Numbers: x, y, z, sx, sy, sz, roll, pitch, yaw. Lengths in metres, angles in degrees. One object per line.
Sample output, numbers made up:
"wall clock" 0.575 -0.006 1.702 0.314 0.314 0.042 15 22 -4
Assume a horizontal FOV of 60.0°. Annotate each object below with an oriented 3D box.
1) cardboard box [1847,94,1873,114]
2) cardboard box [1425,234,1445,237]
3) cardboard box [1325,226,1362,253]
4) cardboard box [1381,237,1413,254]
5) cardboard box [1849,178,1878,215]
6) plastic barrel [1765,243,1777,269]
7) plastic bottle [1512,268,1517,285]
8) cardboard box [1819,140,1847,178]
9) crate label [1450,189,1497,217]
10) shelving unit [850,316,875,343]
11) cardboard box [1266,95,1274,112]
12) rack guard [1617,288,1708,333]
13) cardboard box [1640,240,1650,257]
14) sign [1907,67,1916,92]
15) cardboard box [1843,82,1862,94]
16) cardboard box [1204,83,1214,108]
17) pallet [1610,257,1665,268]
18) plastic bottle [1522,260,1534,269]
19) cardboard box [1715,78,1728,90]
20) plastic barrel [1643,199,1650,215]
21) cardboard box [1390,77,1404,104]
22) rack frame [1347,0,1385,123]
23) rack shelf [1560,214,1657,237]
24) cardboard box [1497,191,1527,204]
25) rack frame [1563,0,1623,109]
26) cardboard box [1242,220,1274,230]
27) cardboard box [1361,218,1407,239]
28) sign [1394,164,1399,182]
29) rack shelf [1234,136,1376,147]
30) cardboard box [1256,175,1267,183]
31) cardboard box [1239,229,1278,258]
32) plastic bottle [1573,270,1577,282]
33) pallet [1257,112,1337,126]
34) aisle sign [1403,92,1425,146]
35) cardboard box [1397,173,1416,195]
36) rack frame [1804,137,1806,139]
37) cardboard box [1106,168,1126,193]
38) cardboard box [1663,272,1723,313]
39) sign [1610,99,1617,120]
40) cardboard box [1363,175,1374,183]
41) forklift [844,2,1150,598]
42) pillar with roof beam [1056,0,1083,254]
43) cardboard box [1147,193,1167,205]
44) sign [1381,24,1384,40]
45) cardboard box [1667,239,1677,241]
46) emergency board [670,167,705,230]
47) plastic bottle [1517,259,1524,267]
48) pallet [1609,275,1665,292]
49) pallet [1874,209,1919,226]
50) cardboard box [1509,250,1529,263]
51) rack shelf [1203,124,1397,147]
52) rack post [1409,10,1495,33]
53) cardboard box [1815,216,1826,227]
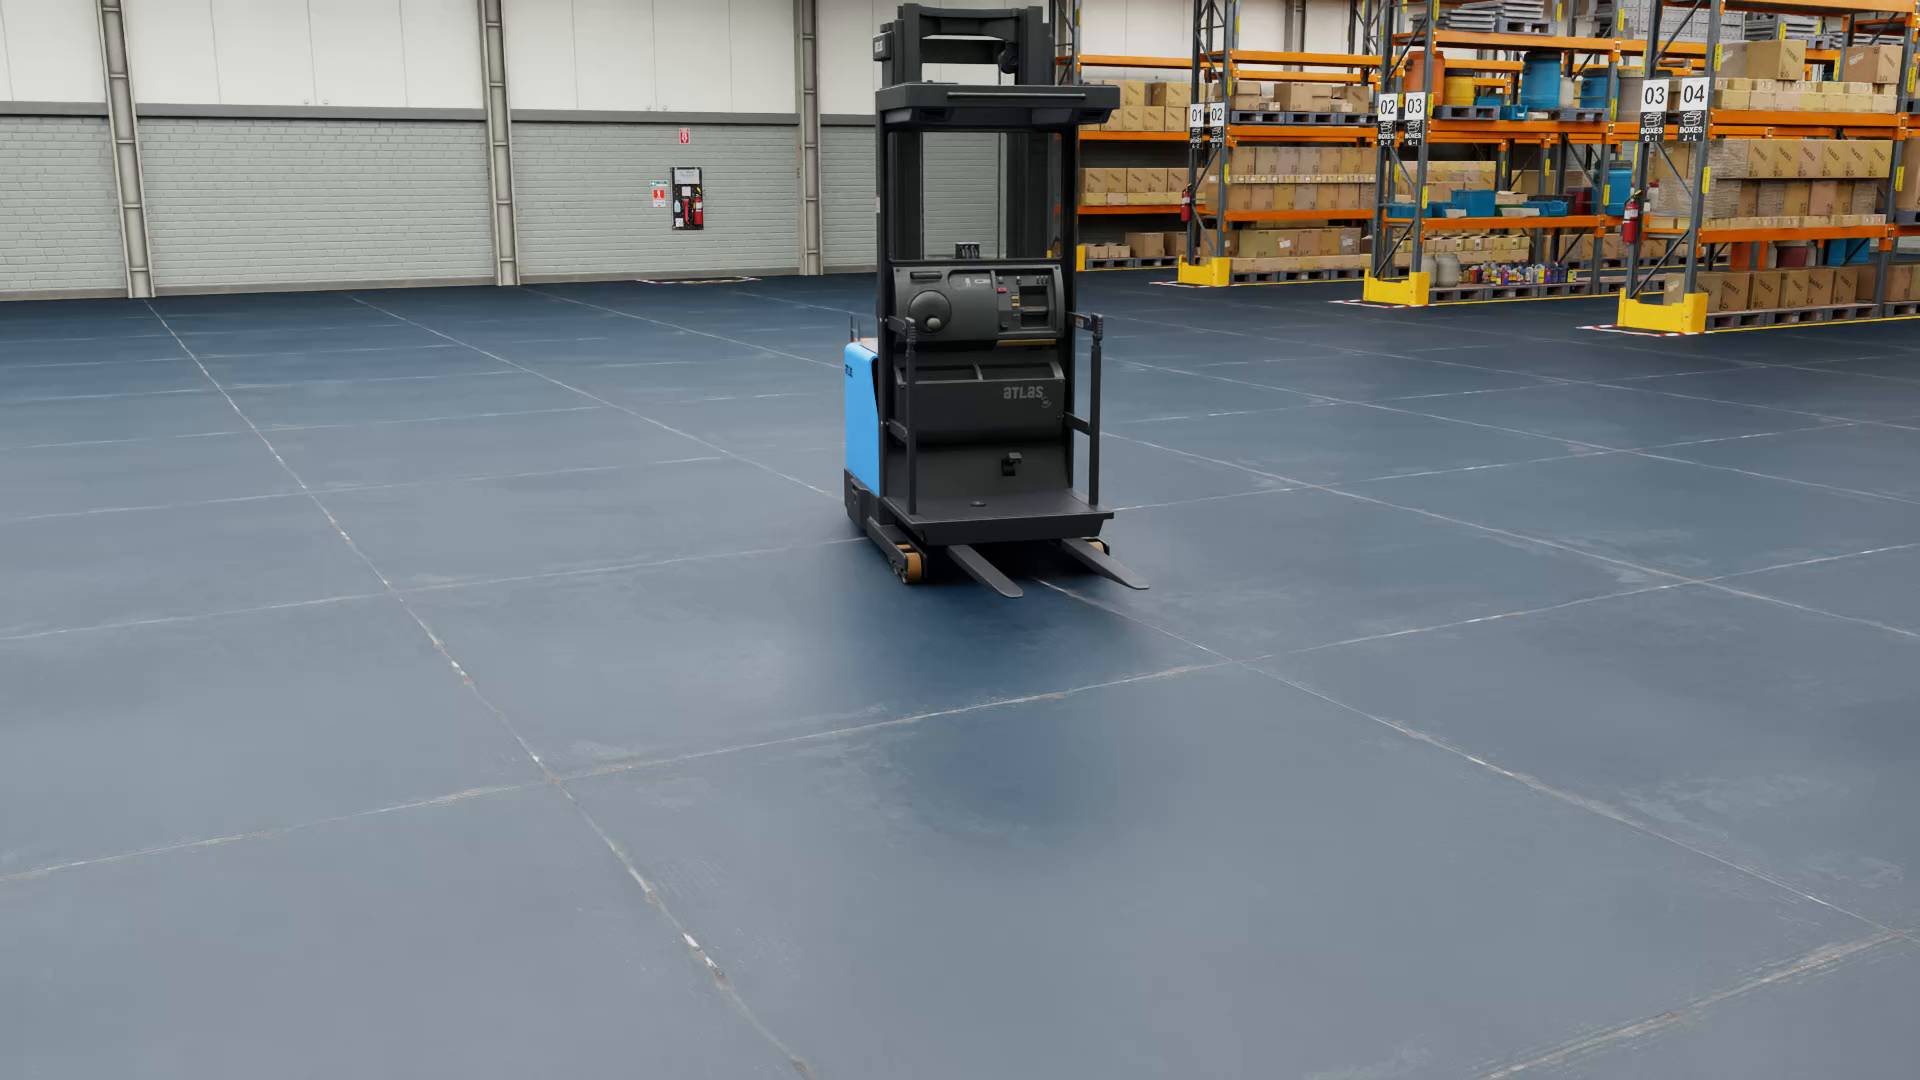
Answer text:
"cardboard box" 11.999 -5.920 22.593 0.500 0.250 0.500 -6 14 -26
"cardboard box" 9.548 -5.986 33.403 0.500 0.311 0.500 -7 14 -29
"cardboard box" 7.437 -5.832 32.288 0.500 0.500 0.500 -7 14 -28
"cardboard box" 8.476 -5.723 32.237 0.500 0.311 0.500 -7 14 -28
"cardboard box" 12.313 -4.840 23.377 0.500 0.500 0.875 -7 14 -28
"plastic barrel" 14.749 -5.179 30.500 0.421 0.512 0.421 0 13 0
"plastic bottle" 8.983 -4.276 26.988 0.097 0.271 0.097 0 13 0
"cardboard box" 11.597 -5.157 22.511 0.500 0.500 0.500 -7 14 -28
"crate label" 8.339 -5.478 27.038 0.616 0.435 0.502 -7 14 -28
"shelving unit" -0.411 -0.798 10.422 0.503 1.200 0.258 -3 13 -15
"cardboard box" 5.856 -8.093 30.836 0.500 0.311 0.500 -5 14 -21
"rack guard" 9.293 -3.049 22.018 0.348 0.500 1.175 -7 14 -28
"cardboard box" 14.282 -6.270 35.329 0.500 0.500 0.500 -7 14 -28
"sign" 13.004 -6.293 22.731 0.005 0.325 0.100 -7 14 -28
"cardboard box" 11.904 -6.089 22.433 0.250 0.149 0.380 -7 15 -30
"cardboard box" 5.307 -9.450 35.384 0.500 0.500 0.500 -8 15 -33
"pallet" 14.320 -5.979 35.696 1.213 0.211 1.003 -7 14 -28
"plastic bottle" 9.526 -4.525 27.916 0.185 0.351 0.144 -7 14 -28
"cardboard box" 9.579 -5.830 21.282 0.250 0.149 0.380 -7 14 -28
"plastic barrel" 11.599 -5.678 28.322 0.301 0.262 0.301 0 13 0
"cardboard box" 8.554 -8.609 31.876 0.500 0.500 0.500 -7 14 -27
"rack frame" 9.128 -10.893 37.514 0.127 3.000 1.000 -7 14 -28
"rack shelf" 12.120 -5.495 28.833 4.000 0.370 1.077 -7 14 -28
"cardboard box" 11.165 -6.938 33.810 0.500 0.311 0.500 -6 14 -24
"rack frame" 10.364 -8.563 27.161 0.127 3.000 1.000 -7 14 -28
"cardboard box" 6.640 -7.034 37.014 0.500 0.250 0.500 -7 15 -29
"cardboard box" 9.837 -7.174 38.594 0.750 0.750 0.750 -7 14 -29
"sign" 8.261 -6.945 31.484 0.005 0.325 0.100 -7 14 -28
"rack shelf" 7.373 -8.868 36.988 4.000 0.370 1.077 -7 14 -28
"cardboard box" 5.381 -6.589 30.351 0.250 0.149 0.380 -7 14 -28
"cardboard box" 5.498 -5.466 30.662 0.500 0.500 0.500 -7 14 -28
"plastic bottle" 10.195 -4.387 27.642 0.097 0.201 0.097 0 13 0
"pallet" 6.188 -7.789 30.756 1.213 0.211 1.003 -7 14 -28
"aisle sign" 6.930 -6.419 25.380 0.004 0.787 0.394 -7 14 -28
"cardboard box" 10.141 -8.225 38.372 0.500 0.500 0.500 -6 14 -26
"rack frame" 18.527 -7.853 37.672 0.127 3.000 1.000 -7 14 -28
"cardboard box" 3.108 -7.469 34.553 0.500 0.500 0.500 -7 14 -28
"cardboard box" 9.783 -3.308 22.214 0.500 0.500 0.500 -4 13 -17
"sign" 10.618 -6.996 27.013 0.005 0.325 0.100 -7 14 -28
"cardboard box" 7.640 -6.860 31.556 0.250 0.149 0.380 -7 15 -29
"forklift" 0.160 -1.296 8.694 1.130 2.935 3.031 -3 13 -14
"pillar with roof beam" 4.369 -9.462 31.156 0.400 9.000 9.100 -7 14 -28
"cardboard box" 4.030 -7.213 35.126 0.500 0.250 0.500 -7 14 -27
"sign" 9.397 -11.283 36.943 0.005 0.325 0.100 -7 14 -28
"cardboard box" 15.380 -6.542 36.538 0.500 0.500 0.500 -7 14 -28
"emergency board" -5.147 -6.481 31.574 0.643 1.169 0.194 -7 14 -28
"plastic bottle" 9.457 -4.553 28.040 0.185 0.351 0.144 -6 14 -26
"pallet" 12.107 -4.495 29.100 1.213 0.211 1.003 -7 14 -28
"pallet" 13.478 -4.640 23.832 1.213 0.211 1.003 -7 14 -28
"cardboard box" 11.160 -5.773 33.734 0.500 0.250 0.500 -6 14 -27
"rack shelf" 6.239 -7.493 30.877 4.000 0.370 1.077 -7 14 -28
"rack post" 7.578 -7.953 25.590 0.954 0.300 0.937 -5 14 -22
"cardboard box" 11.569 -4.357 22.712 0.250 0.149 0.380 -7 14 -28
